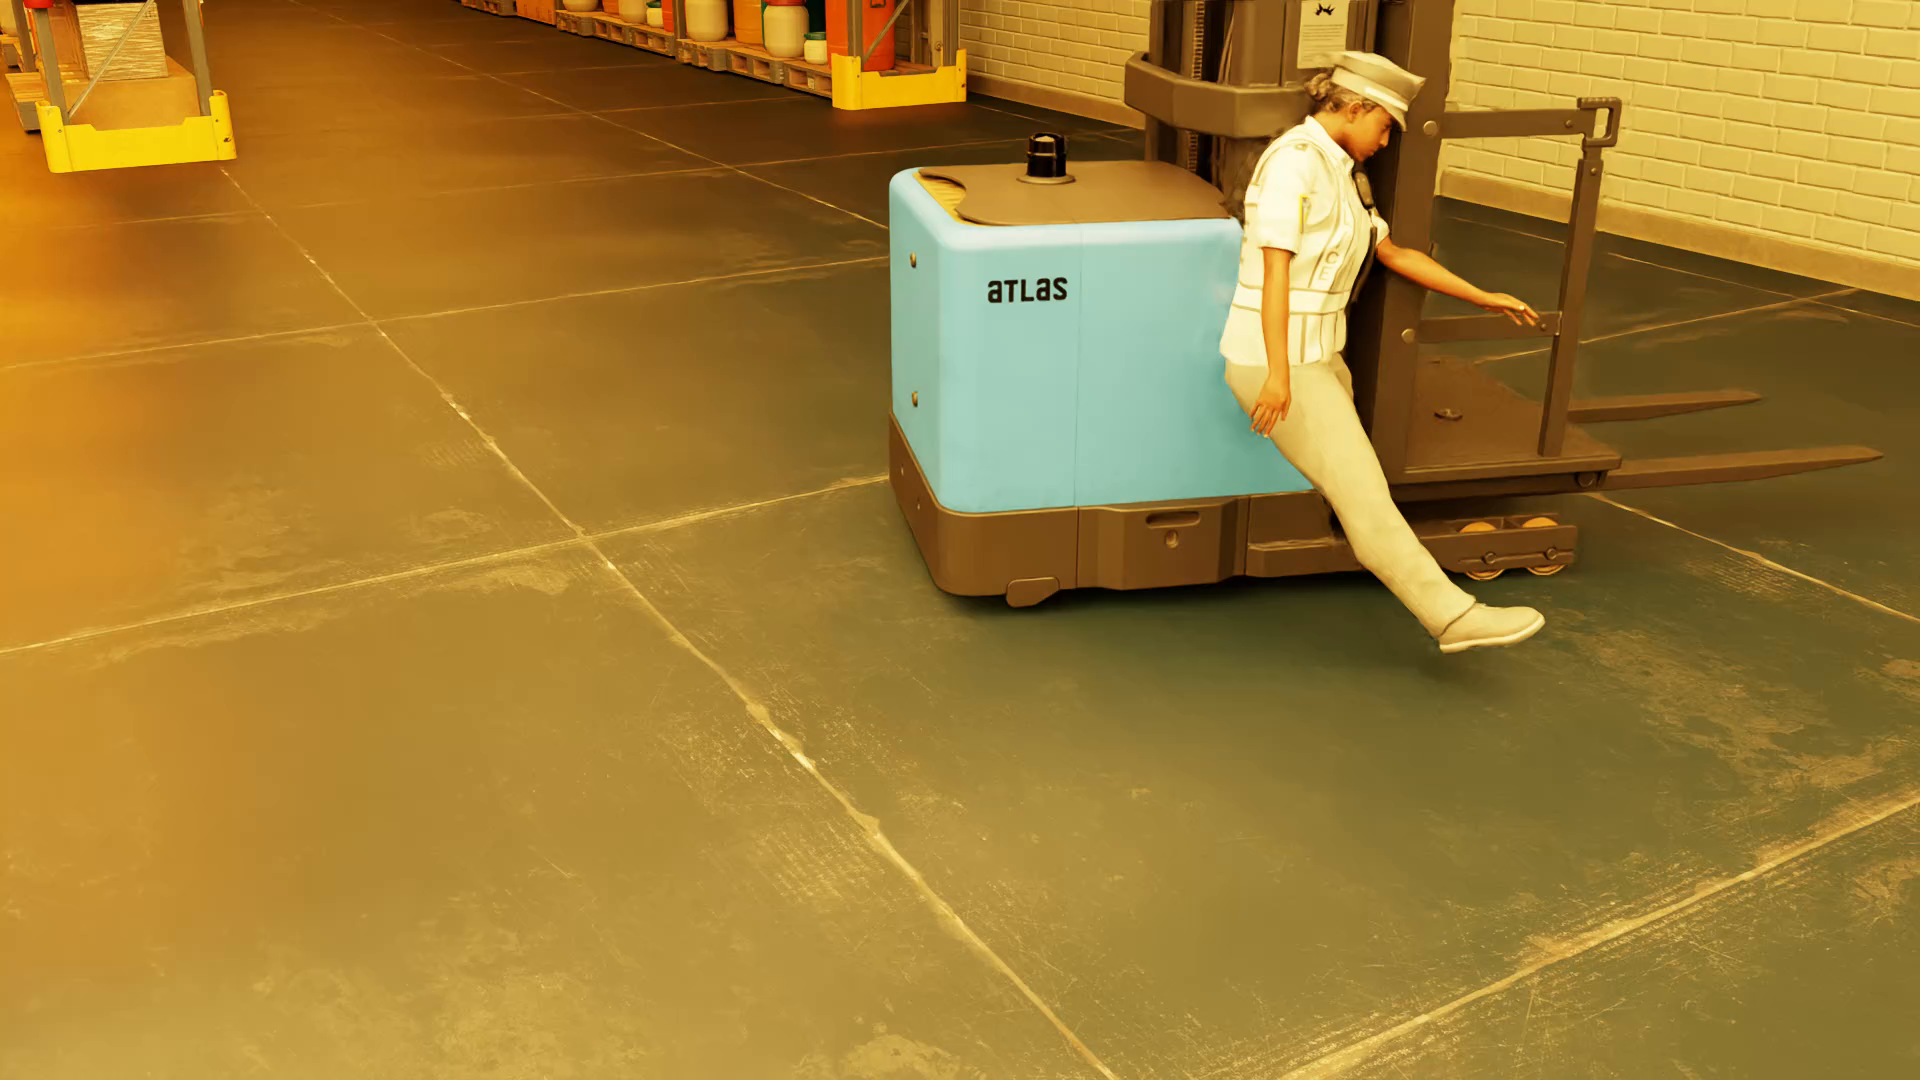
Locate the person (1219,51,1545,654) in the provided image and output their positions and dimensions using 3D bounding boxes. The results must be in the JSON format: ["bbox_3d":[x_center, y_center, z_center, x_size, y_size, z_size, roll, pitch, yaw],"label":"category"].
[{"bbox_3d":[1.102,-0.492,4.325,1.030,1.492,0.880,11,25,24],"label":"person"}]

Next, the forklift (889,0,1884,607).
[{"bbox_3d":[1.340,-1.431,4.761,3.031,2.935,1.130,-4,23,-10],"label":"forklift"}]
